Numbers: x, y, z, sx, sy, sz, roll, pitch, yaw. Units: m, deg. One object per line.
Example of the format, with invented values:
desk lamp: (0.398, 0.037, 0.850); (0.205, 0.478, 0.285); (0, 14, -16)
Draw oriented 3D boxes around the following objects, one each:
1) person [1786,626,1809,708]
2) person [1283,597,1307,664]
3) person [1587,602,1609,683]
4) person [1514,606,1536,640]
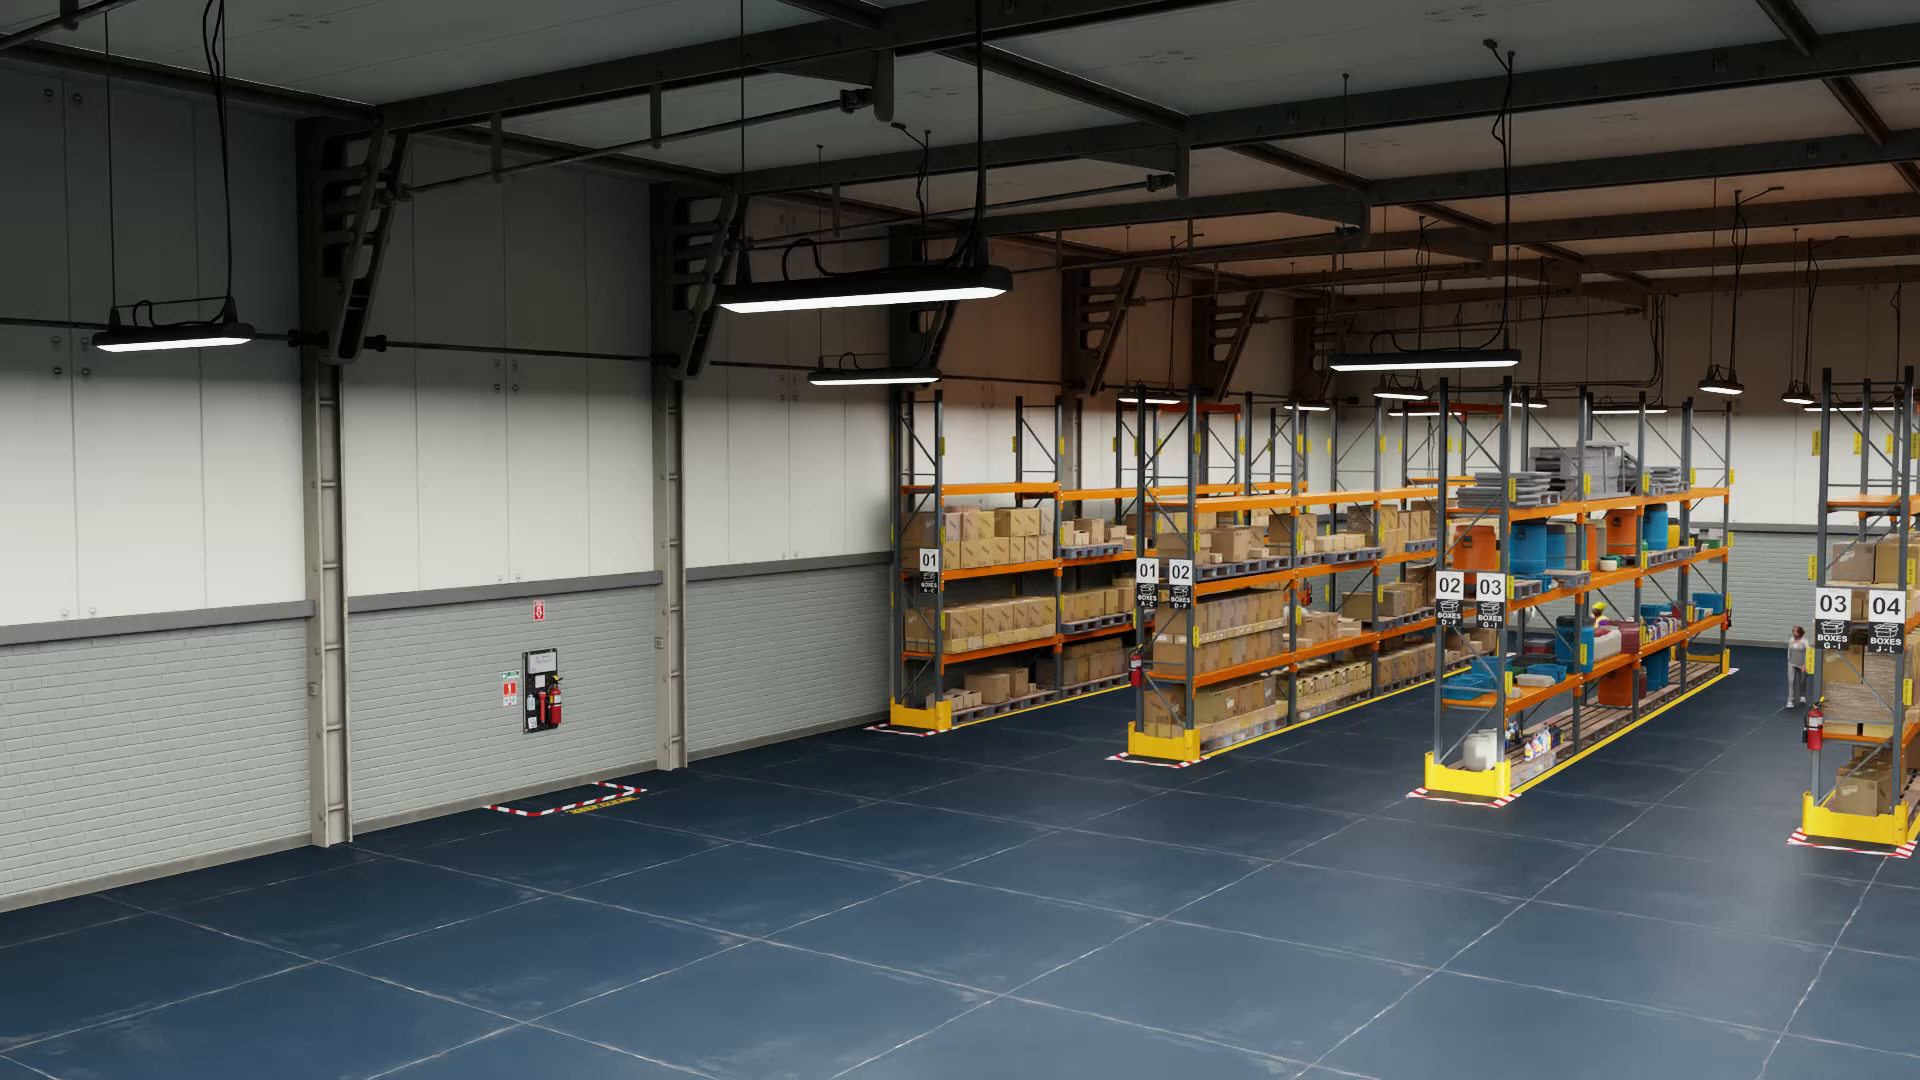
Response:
person: (16.069, 2.413, 31.873); (0.395, 1.540, 0.972); (2, 4, 34)
person: (7.469, 2.085, 37.032); (0.744, 1.685, 0.653); (3, 4, 42)
person: (13.472, 2.157, 35.040); (0.678, 1.734, 0.550); (0, 3, -6)
person: (14.272, 1.809, 41.994); (0.484, 1.645, 0.976); (0, 3, 3)
